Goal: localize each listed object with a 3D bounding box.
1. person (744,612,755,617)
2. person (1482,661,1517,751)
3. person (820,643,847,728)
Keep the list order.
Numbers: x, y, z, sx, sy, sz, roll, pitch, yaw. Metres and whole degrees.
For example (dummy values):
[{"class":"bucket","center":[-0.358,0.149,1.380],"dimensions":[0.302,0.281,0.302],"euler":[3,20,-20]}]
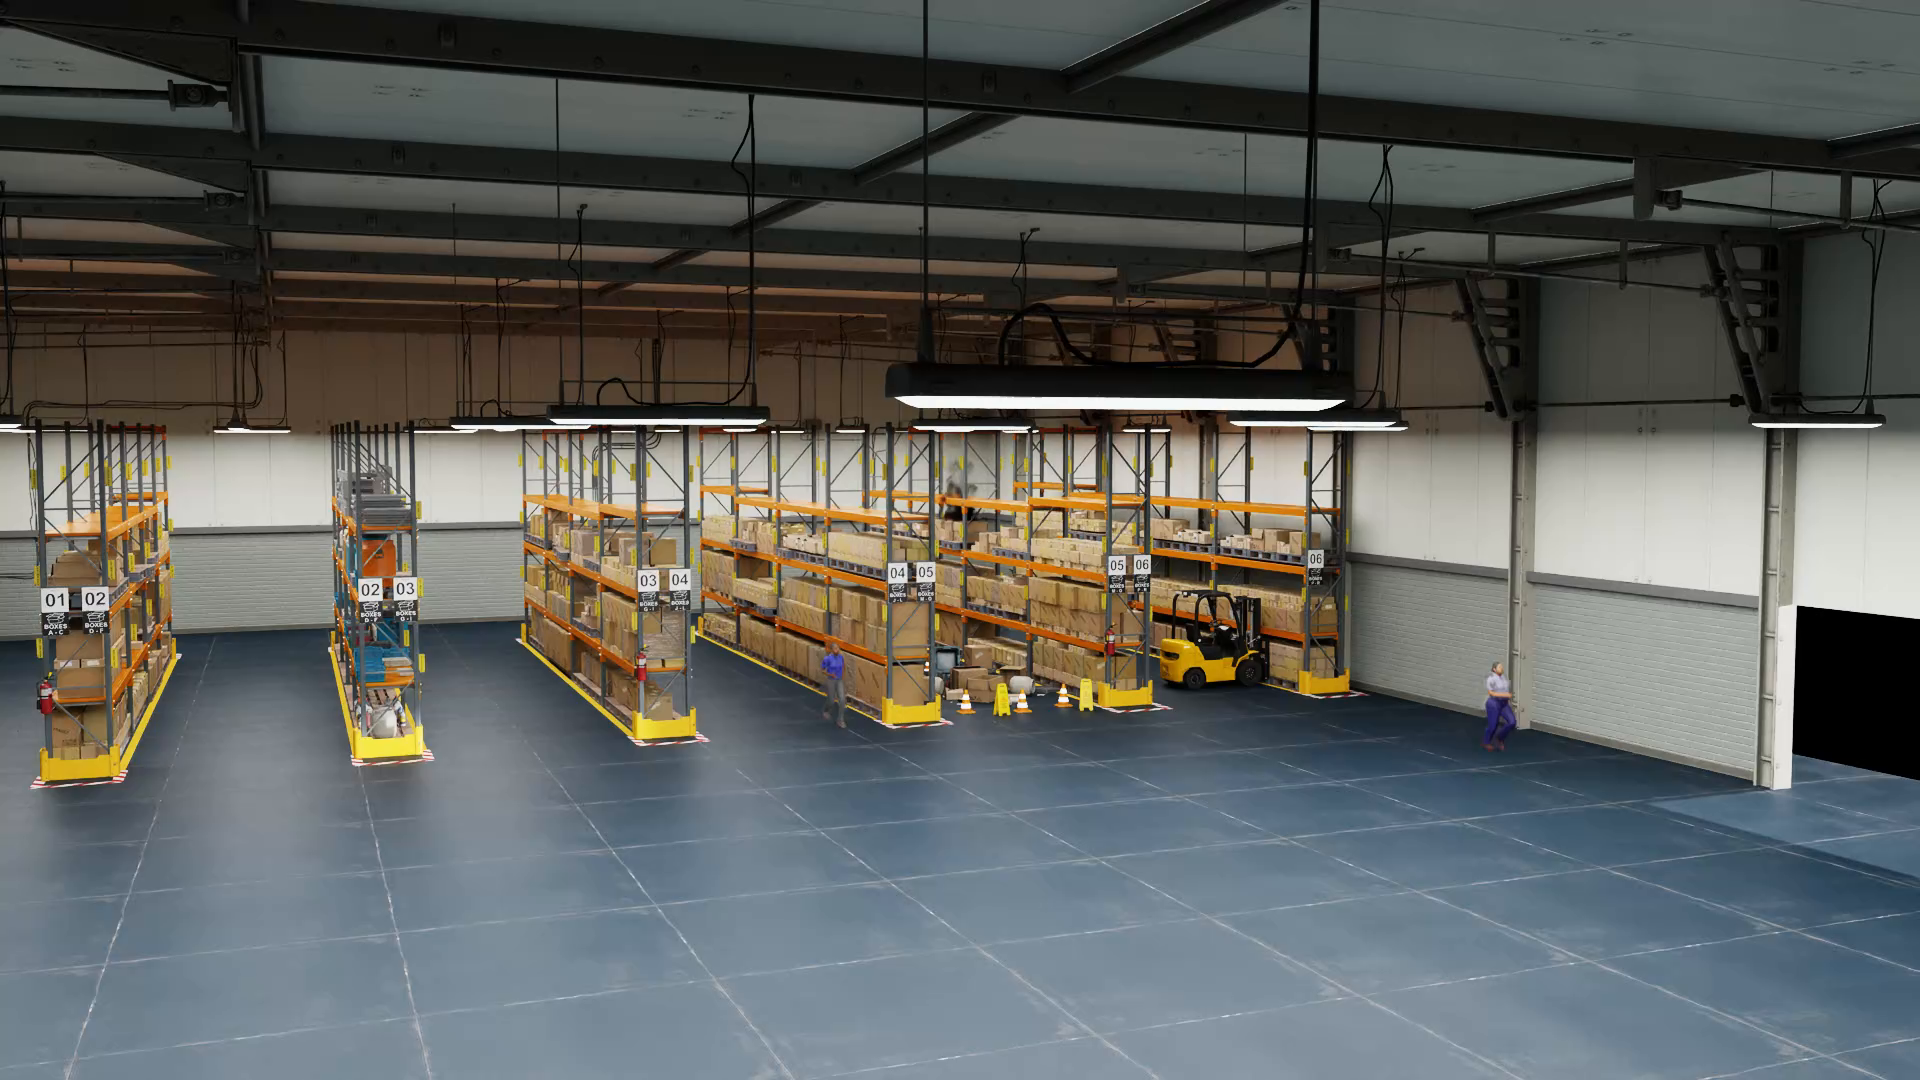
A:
[{"class":"person","center":[-6.217,1.816,49.353],"dimensions":[0.566,1.652,0.697],"euler":[2,4,28]},{"class":"person","center":[9.789,3.025,30.171],"dimensions":[0.582,1.620,0.652],"euler":[-2,4,-30]},{"class":"person","center":[-2.498,2.855,32.929],"dimensions":[0.616,1.661,0.847],"euler":[-2,4,-30]}]
